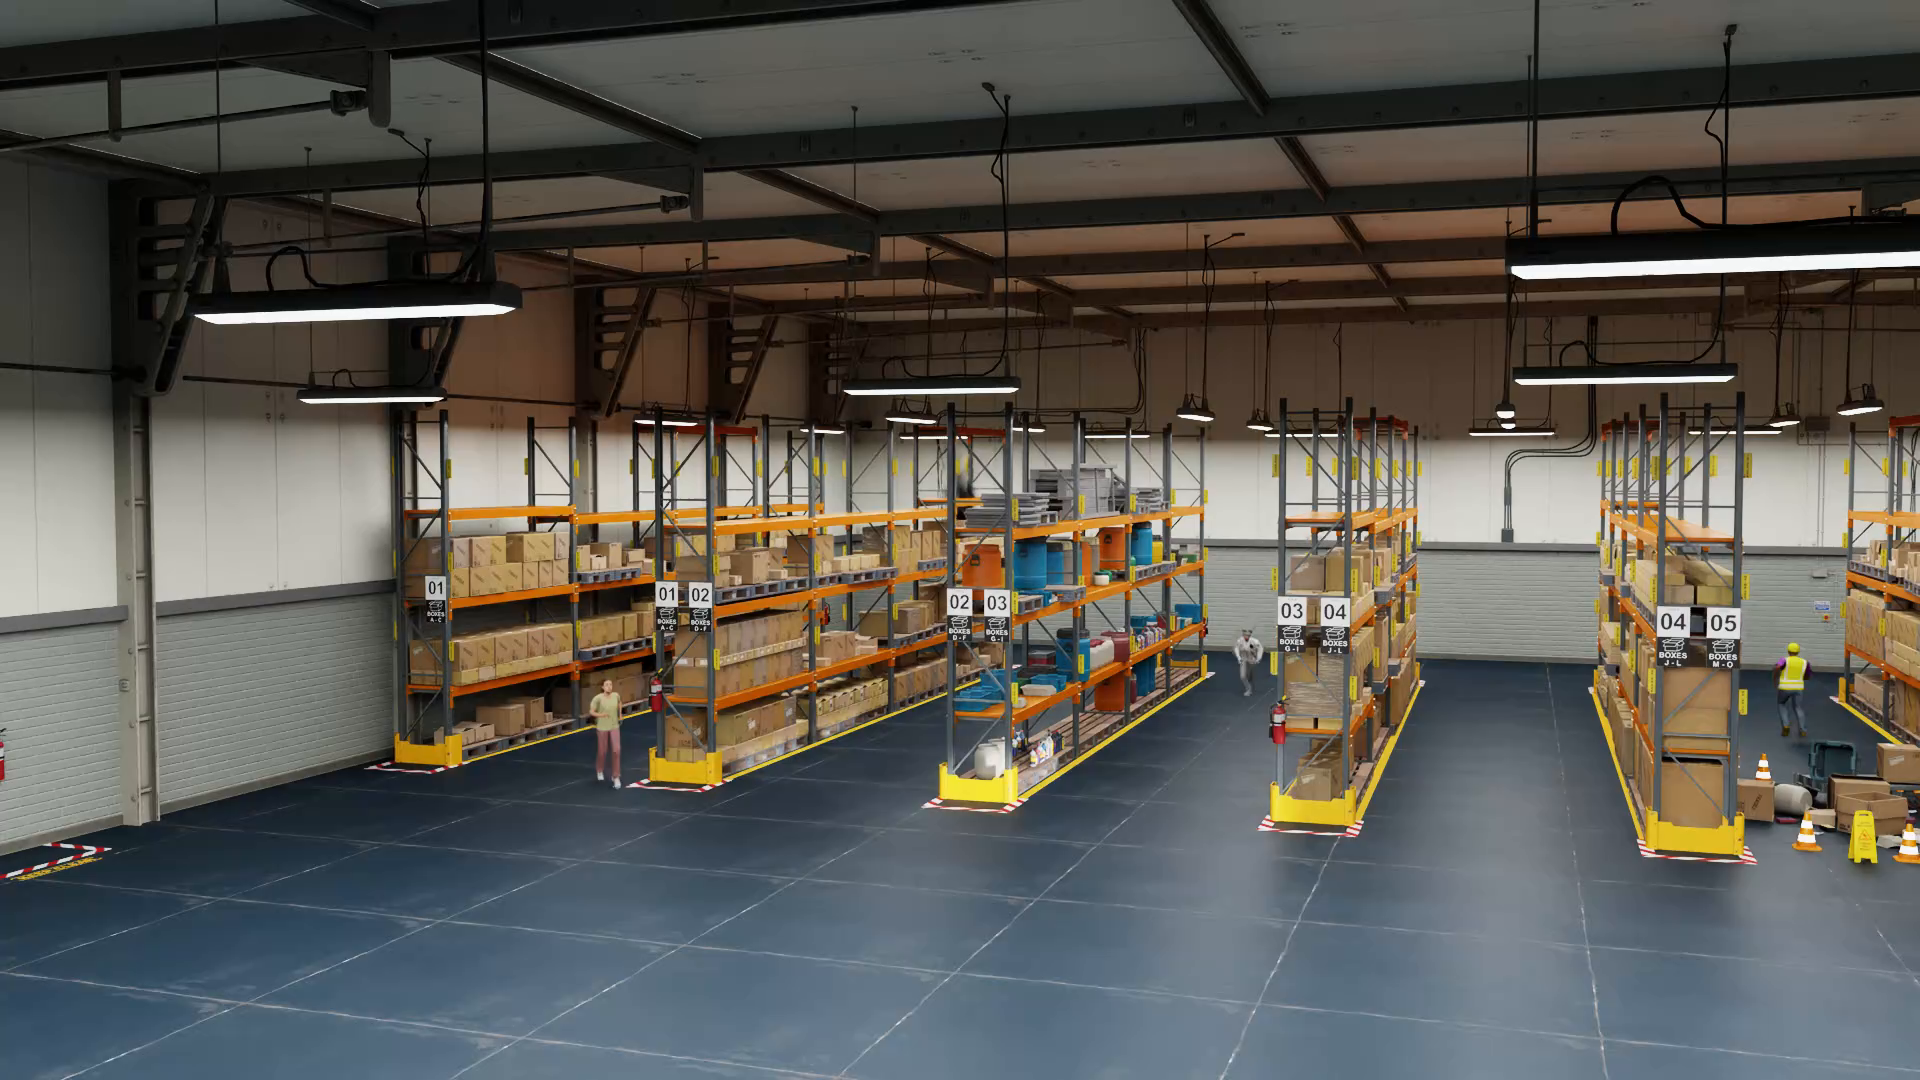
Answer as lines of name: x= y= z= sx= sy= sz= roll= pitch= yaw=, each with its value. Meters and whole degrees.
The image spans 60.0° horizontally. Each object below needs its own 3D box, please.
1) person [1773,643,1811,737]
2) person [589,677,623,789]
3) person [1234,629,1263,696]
person: x=15.396 y=2.802 z=30.814 sx=0.709 sy=1.795 sz=0.877 roll=1 pitch=3 yaw=13
person: x=-5.590 y=3.022 z=26.305 sx=0.583 sy=1.714 sz=0.872 roll=-1 pitch=3 yaw=-27
person: x=6.365 y=2.686 z=36.725 sx=0.588 sy=1.512 sz=0.905 roll=1 pitch=3 yaw=17
